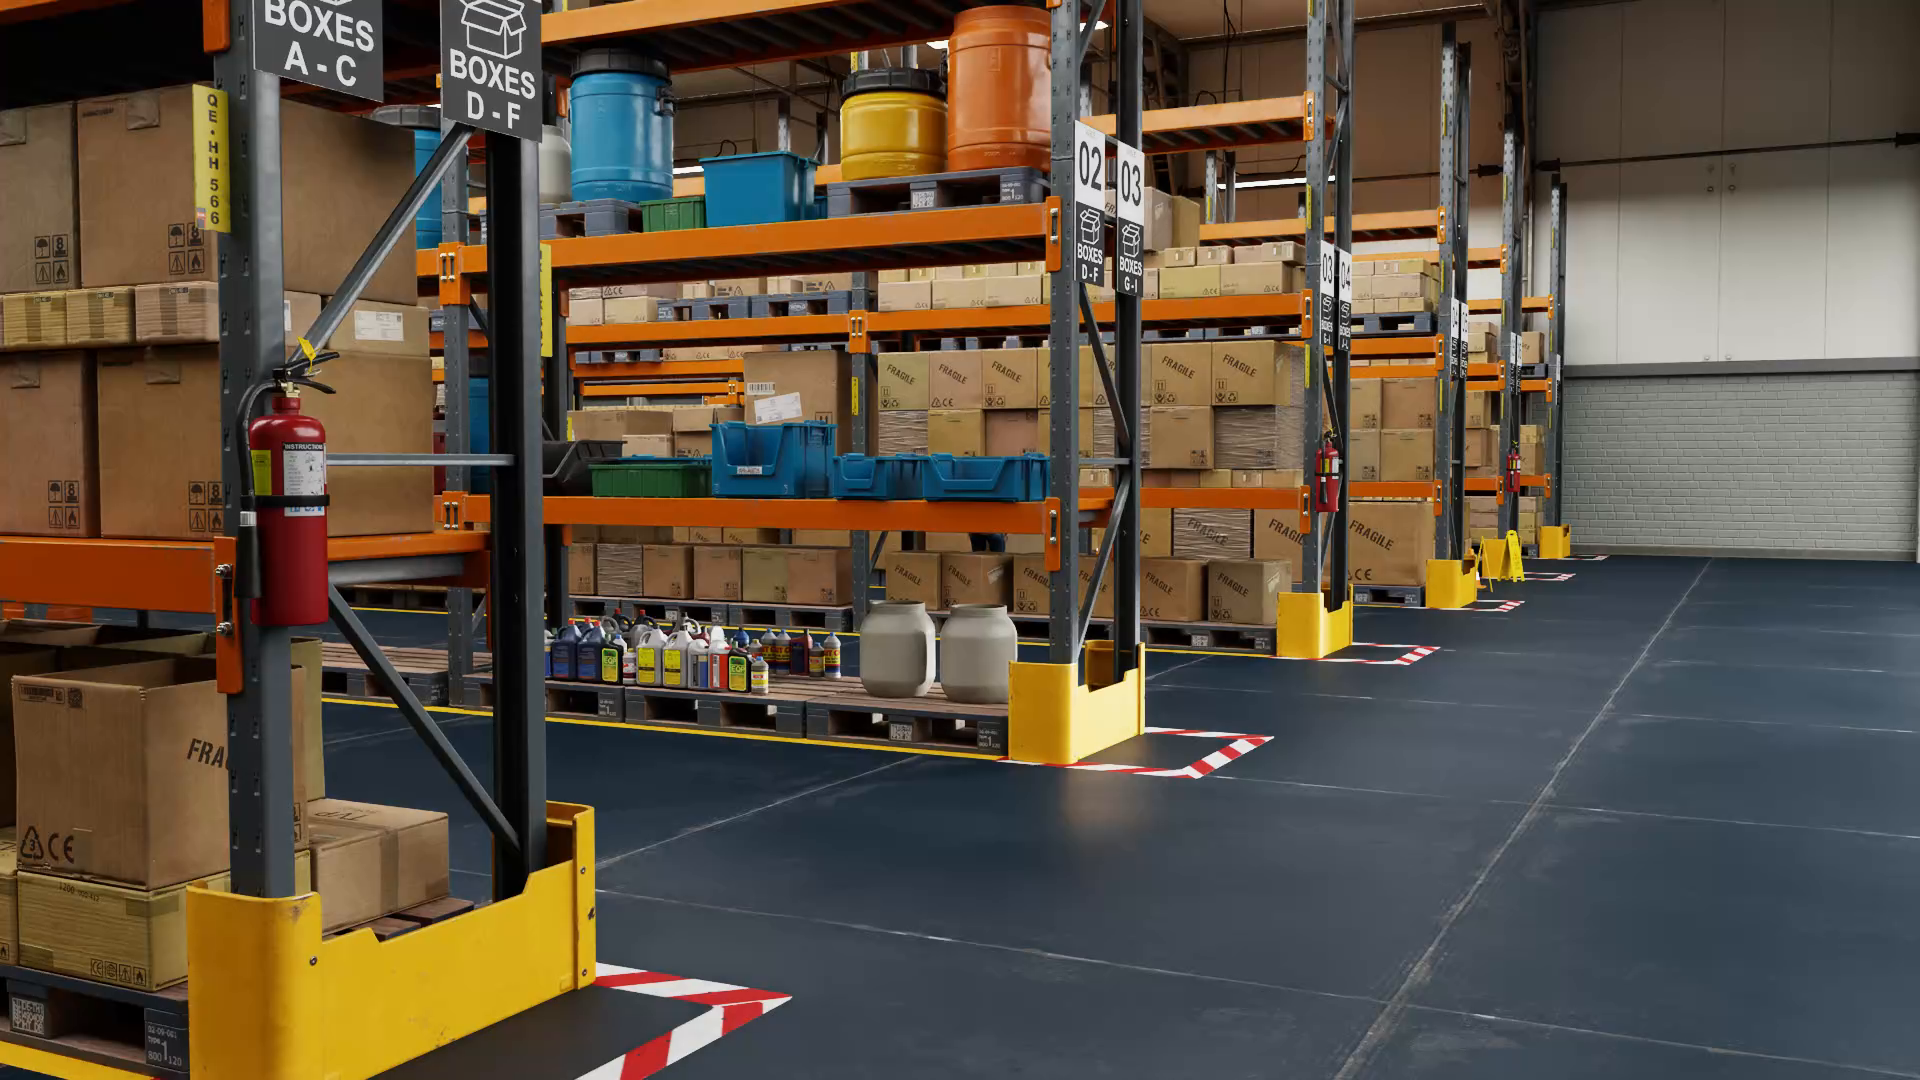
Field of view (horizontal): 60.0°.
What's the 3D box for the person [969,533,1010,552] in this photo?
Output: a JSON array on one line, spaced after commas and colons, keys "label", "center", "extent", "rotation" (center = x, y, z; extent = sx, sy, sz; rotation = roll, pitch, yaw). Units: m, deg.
[{"label": "person", "center": [0.283, -0.080, 16.892], "extent": [0.464, 1.593, 0.346], "rotation": [1, 3, 26]}]
